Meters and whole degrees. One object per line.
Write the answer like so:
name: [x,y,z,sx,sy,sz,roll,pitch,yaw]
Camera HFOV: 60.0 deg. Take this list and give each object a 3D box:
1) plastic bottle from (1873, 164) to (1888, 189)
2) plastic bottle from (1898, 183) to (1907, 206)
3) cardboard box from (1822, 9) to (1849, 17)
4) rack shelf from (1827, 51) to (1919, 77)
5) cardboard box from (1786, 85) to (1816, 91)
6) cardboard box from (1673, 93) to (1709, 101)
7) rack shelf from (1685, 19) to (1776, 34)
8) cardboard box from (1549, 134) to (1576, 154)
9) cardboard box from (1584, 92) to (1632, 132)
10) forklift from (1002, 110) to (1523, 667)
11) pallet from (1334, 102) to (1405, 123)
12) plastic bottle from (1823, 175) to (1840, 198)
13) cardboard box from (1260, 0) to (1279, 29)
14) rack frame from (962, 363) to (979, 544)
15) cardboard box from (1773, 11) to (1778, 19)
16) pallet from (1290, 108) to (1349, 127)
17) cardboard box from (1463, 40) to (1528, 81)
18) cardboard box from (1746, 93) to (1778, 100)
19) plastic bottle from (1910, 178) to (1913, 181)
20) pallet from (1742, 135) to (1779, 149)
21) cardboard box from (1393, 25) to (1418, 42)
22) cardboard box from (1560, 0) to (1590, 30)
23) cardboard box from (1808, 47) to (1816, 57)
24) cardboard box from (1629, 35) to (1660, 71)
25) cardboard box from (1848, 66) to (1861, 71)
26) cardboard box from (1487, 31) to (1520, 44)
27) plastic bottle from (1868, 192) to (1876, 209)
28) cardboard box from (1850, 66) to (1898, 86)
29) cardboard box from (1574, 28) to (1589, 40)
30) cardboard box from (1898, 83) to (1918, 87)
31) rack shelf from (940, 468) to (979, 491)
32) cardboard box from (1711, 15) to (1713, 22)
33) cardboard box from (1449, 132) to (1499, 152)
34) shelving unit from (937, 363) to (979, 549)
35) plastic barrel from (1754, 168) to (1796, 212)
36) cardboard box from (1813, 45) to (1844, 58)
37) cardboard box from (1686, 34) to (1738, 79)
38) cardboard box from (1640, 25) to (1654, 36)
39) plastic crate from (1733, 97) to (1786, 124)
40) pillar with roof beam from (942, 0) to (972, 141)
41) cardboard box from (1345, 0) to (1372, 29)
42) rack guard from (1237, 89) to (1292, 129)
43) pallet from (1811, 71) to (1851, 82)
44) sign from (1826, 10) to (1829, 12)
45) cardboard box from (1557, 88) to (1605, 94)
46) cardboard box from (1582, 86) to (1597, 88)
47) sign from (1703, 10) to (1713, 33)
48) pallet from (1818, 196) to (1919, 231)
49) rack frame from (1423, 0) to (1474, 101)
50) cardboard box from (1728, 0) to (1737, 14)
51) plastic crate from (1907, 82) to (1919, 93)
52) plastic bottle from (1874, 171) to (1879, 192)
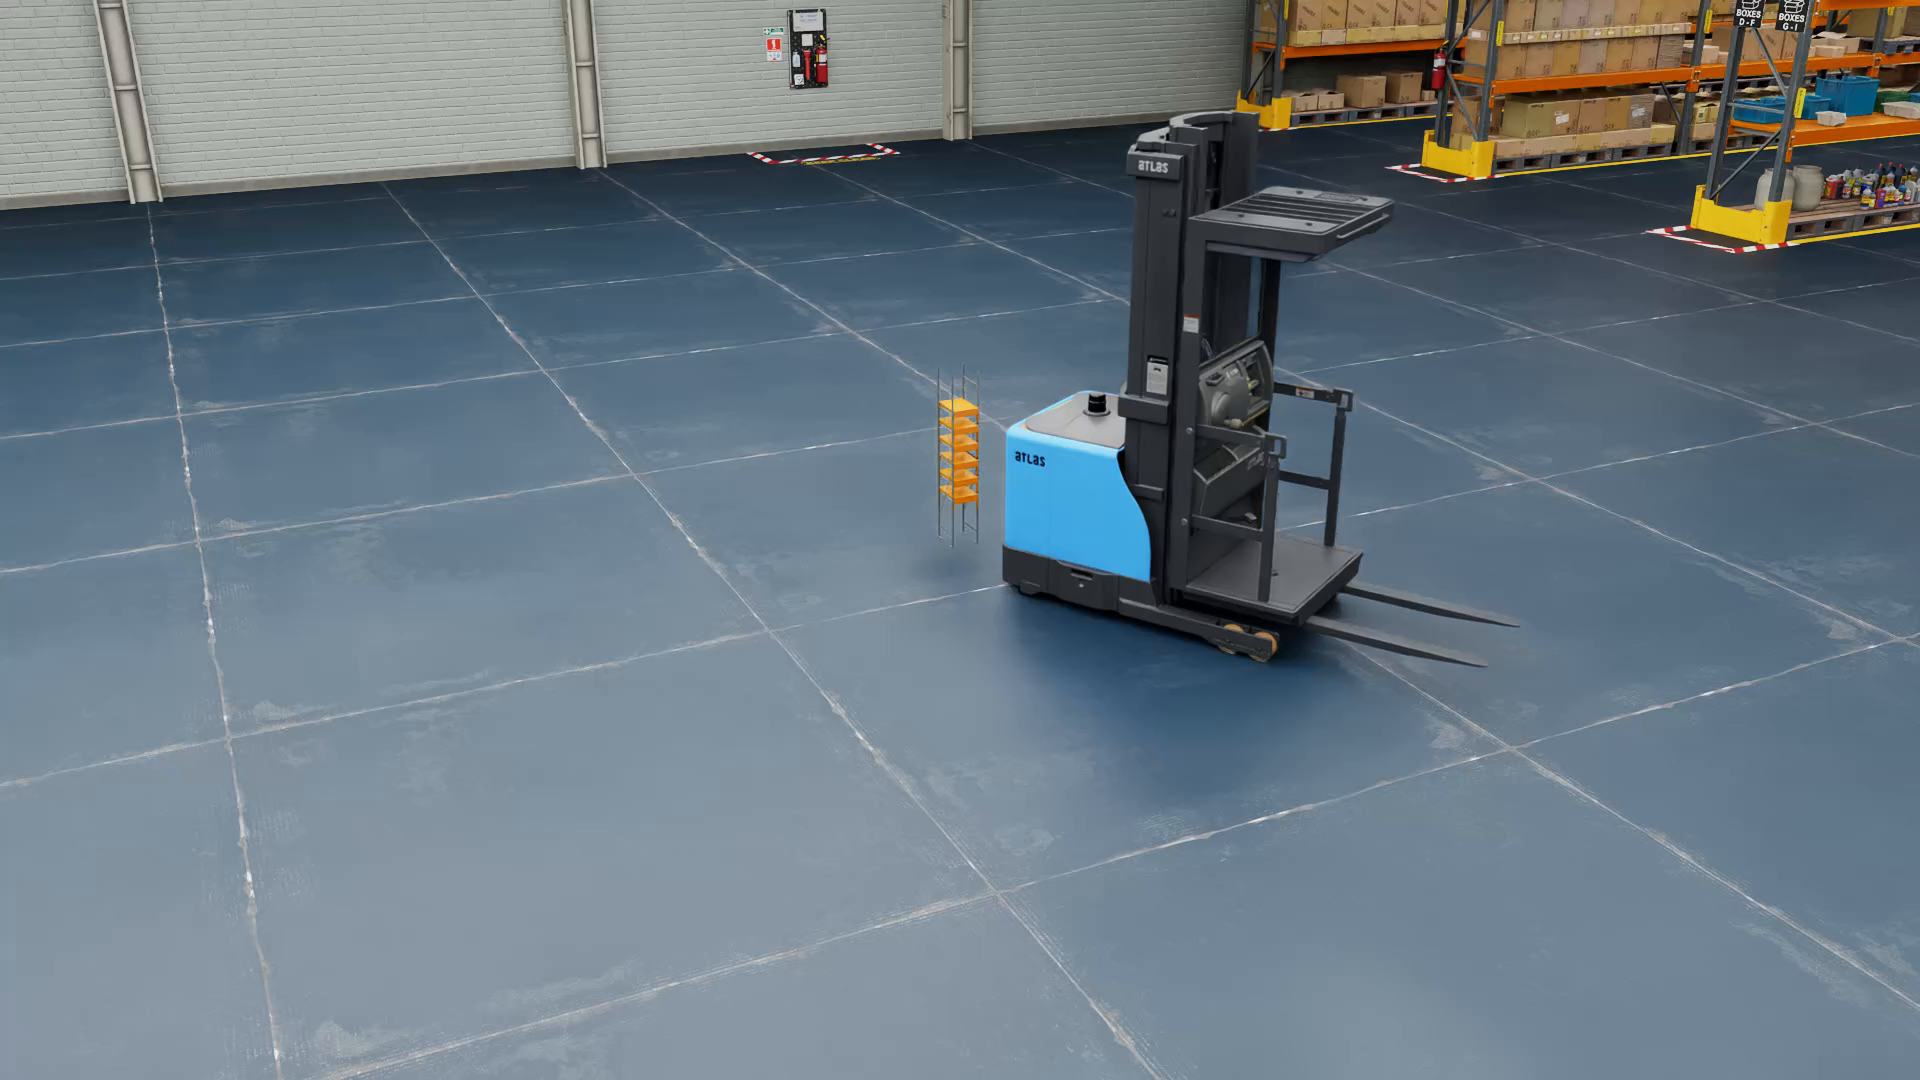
plastic bottle: [11.928,-4.698,21.567,0.185,0.351,0.144,-12,25,-26]
plastic bottle: [11.751,-4.321,20.759,0.097,0.271,0.097,0,22,0]
cardboard box: [17.073,-10.825,33.086,0.700,0.700,0.980,-11,25,-25]
rack shelf: [16.266,-8.112,27.865,4.000,0.370,1.077,-10,25,-24]
cardboard box: [13.865,-7.310,27.299,0.500,0.311,0.500,-10,24,-22]
cardboard box: [11.567,-6.886,26.276,0.500,0.311,0.500,-10,24,-22]
rack shelf: [14.115,-9.818,31.988,4.000,0.370,1.077,-10,25,-24]
cardboard box: [8.735,-5.888,24.599,0.500,0.250,0.500,-10,25,-24]
cardboard box: [9.633,-6.404,24.864,0.500,0.500,0.500,-10,25,-24]
forklift: [1.777,-0.887,9.562,3.031,2.935,1.130,14,26,31]
pallet: [7.018,-7.540,29.188,1.213,0.211,1.003,-10,25,-24]
plastic bottle: [11.104,-4.511,21.211,0.135,0.276,0.152,-10,25,-23]
cardboard box: [5.437,-8.930,28.090,0.500,0.500,0.500,-11,25,-24]
rack frame: [0.069,-0.567,11.051,0.006,1.200,0.240,-10,25,-24]
cardboard box: [15.735,-10.222,32.325,0.250,0.149,0.380,-10,25,-23]
pallet: [5.920,-7.339,28.703,1.213,0.211,1.003,-10,25,-24]
cardboard box: [7.682,-6.905,23.878,0.500,0.500,0.700,-10,25,-24]
cardboard box: [12.725,-6.870,26.237,0.500,0.311,0.500,-10,24,-22]
plastic bottle: [12.018,-4.429,21.004,0.133,0.283,0.061,-10,25,-24]
pallet: [12.608,-6.500,26.677,1.213,0.211,1.003,-10,25,-24]
cardboard box: [7.514,-8.744,28.622,0.500,0.250,0.500,-11,25,-24]
cardboard box: [8.655,-7.686,24.069,0.500,0.500,0.700,-10,25,-23]
cardboard box: [13.340,-7.765,26.416,0.250,0.149,0.380,-9,24,-20]
cardboard box: [9.990,-7.330,24.904,0.500,0.500,0.700,-11,25,-24]
cardboard box: [18.030,-9.868,33.886,0.500,0.500,0.700,-11,25,-25]
cardboard box: [7.703,-7.122,23.555,0.250,0.149,0.380,-11,25,-24]
plastic bottle: [11.263,-4.199,20.555,0.097,0.201,0.097,0,22,0]
cardboard box: [15.254,-7.754,27.773,0.500,0.250,0.500,-9,24,-22]
cardboard box: [8.862,-7.337,24.073,0.250,0.149,0.380,-11,25,-24]
cardboard box: [15.922,-7.308,27.676,0.500,0.500,0.500,-11,25,-24]
rack shelf: [-0.013,-0.400,11.078,0.180,0.103,0.258,-10,25,-24]
cardboard box: [14.087,-9.945,31.656,0.250,0.149,0.380,-10,25,-23]
cardboard box: [7.611,-5.900,24.627,0.500,0.250,0.500,-10,25,-24]
shelving unit: [-0.013,-0.552,11.015,0.189,1.200,0.258,-10,25,-24]
plastic barrel: [9.961,-4.258,20.318,0.421,0.512,0.421,0,22,0]
cardboard box: [13.774,-7.752,26.384,0.250,0.149,0.380,-10,25,-24]
cardboard box: [14.588,-9.382,32.255,0.750,0.750,0.750,-10,24,-22]
cardboard box: [10.013,-7.547,24.582,0.250,0.149,0.380,-10,25,-24]
plastic crate: [9.722,-5.195,20.073,0.616,0.251,0.499,-10,25,-24]
pillar with roof beam: [1.820,-9.199,21.708,0.400,9.000,9.100,-10,25,-24]
cardboard box: [6.582,-8.916,28.057,0.500,0.500,0.500,-11,25,-25]
rack guard: [5.172,-7.350,28.352,0.348,0.500,1.175,-10,25,-24]
pallet: [17.737,-9.497,33.917,1.213,0.211,1.003,-10,25,-24]
sign: [14.220,-8.796,27.168,0.005,0.325,0.100,-10,25,-24]
cardboard box: [9.405,-6.584,25.300,0.500,0.500,0.500,-10,25,-24]
cardboard box: [11.686,-8.730,31.111,0.500,0.500,0.700,-10,25,-23]
sign: [11.102,-7.695,24.681,0.005,0.325,0.100,-10,25,-24]
pallet: [11.281,-4.152,21.004,1.213,0.211,1.003,-10,25,-24]
rack frame: [8.708,-9.156,29.446,0.127,3.000,1.000,-10,25,-24]
cardboard box: [14.698,-10.344,31.770,0.500,0.500,0.500,-10,25,-24]
plastic crate: [12.478,-5.670,21.106,0.504,0.338,0.767,-10,25,-24]
plastic bottle: [11.811,-4.624,21.492,0.097,0.271,0.097,0,22,0]
